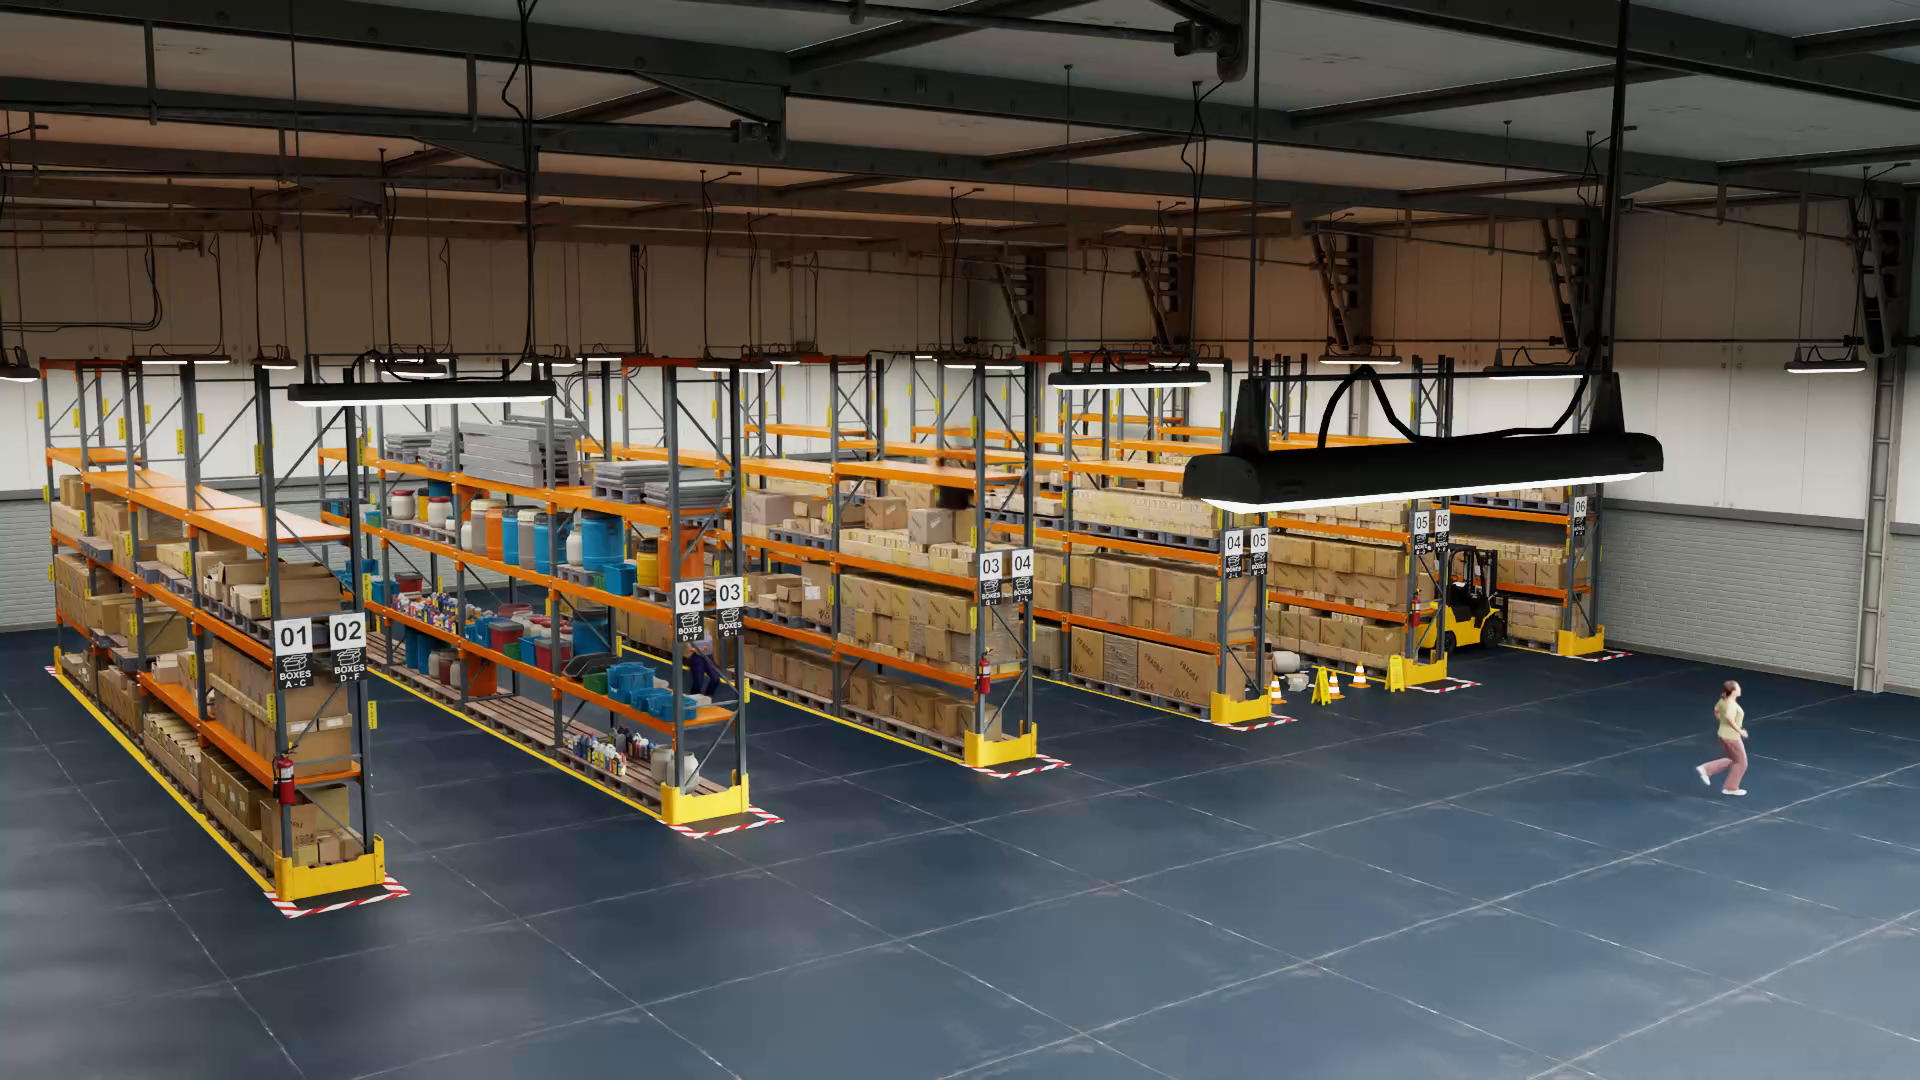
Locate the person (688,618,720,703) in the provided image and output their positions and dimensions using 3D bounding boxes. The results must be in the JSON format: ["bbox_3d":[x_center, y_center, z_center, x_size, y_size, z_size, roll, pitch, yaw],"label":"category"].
[{"bbox_3d":[-4.394,2.115,28.479,0.661,1.676,0.586,7,10,44],"label":"person"}]

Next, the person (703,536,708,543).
[{"bbox_3d":[-6.169,0.719,39.767,0.725,1.683,0.931,1,7,6],"label":"person"}]

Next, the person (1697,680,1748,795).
[{"bbox_3d":[10.644,2.747,23.140,0.655,1.627,0.600,0,7,4],"label":"person"}]
